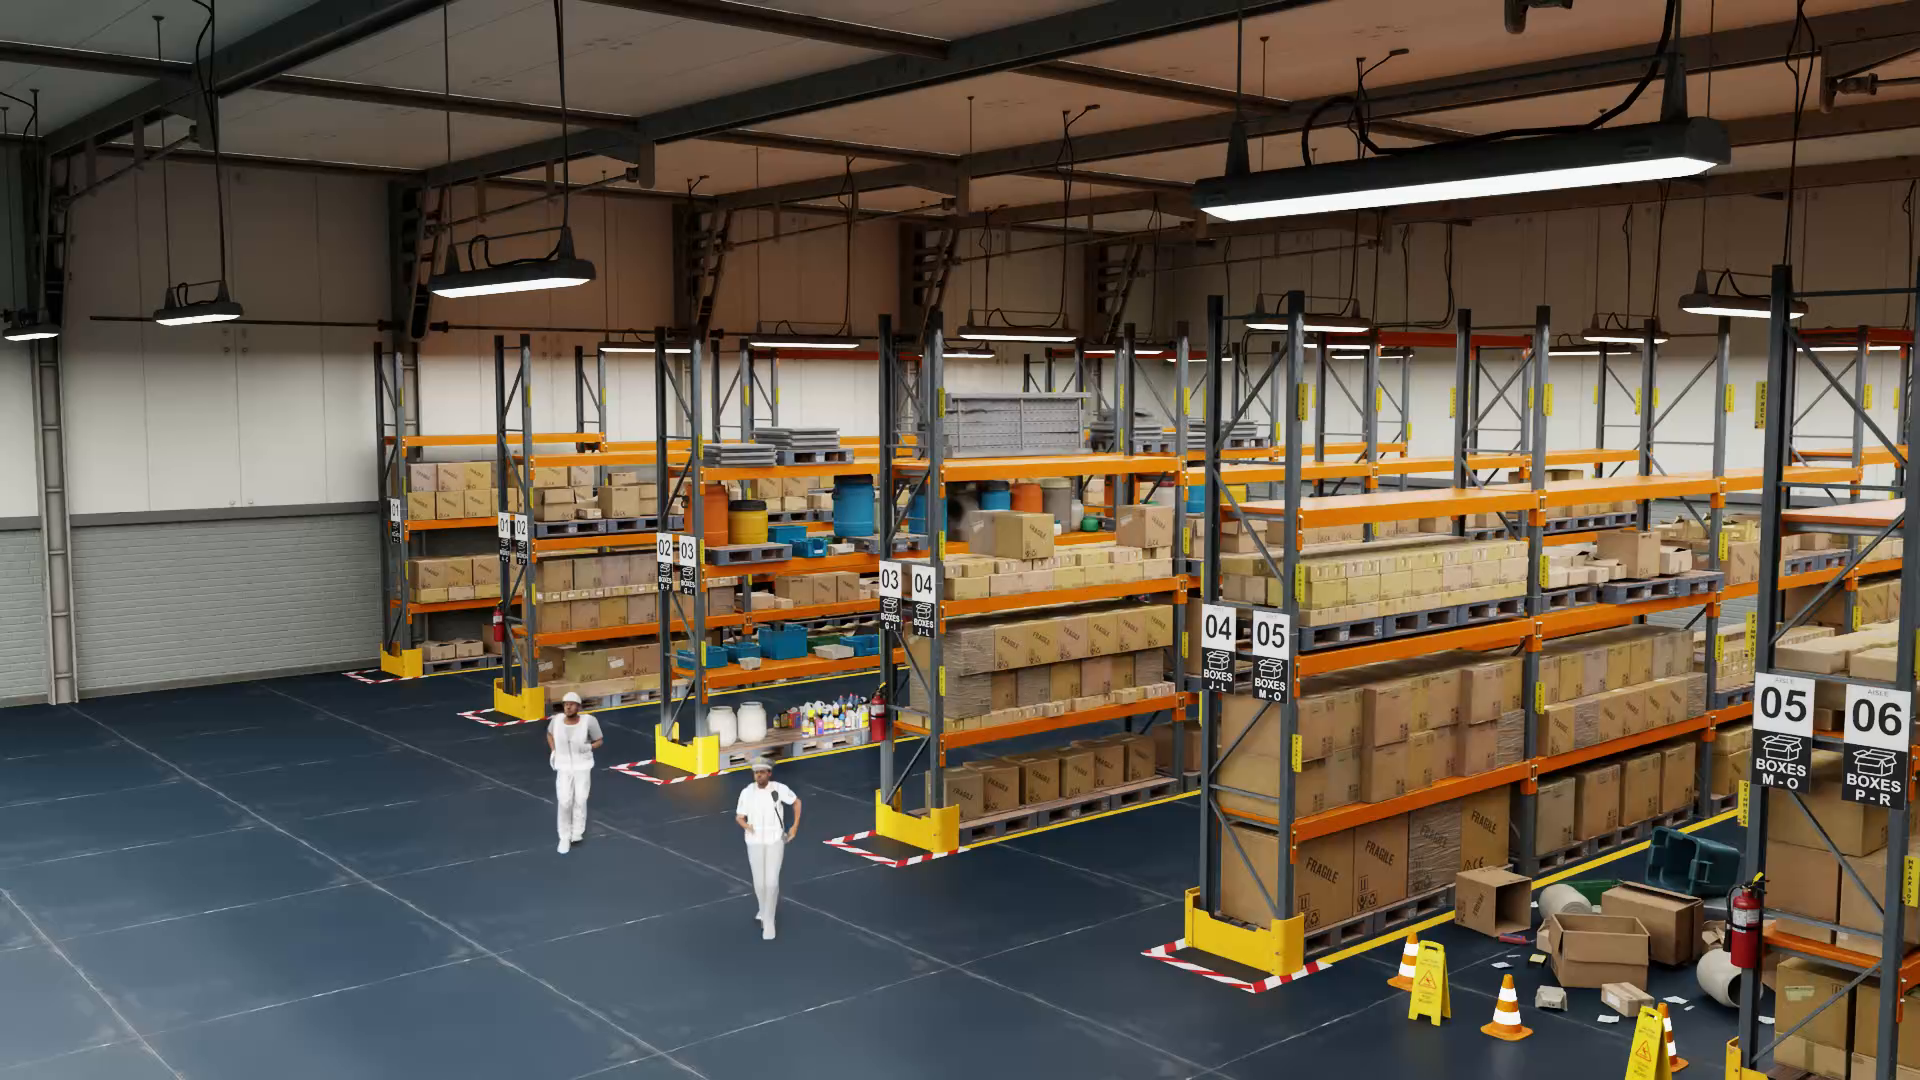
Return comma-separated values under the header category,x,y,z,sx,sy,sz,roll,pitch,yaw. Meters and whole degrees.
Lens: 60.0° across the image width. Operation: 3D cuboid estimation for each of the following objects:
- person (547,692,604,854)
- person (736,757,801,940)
category,x,y,z,sx,sy,sz,roll,pitch,yaw
person,-4.313,2.602,18.623,0.645,1.829,0.743,-1,5,-8
person,-1.838,2.906,15.839,0.581,1.728,0.734,0,5,4
